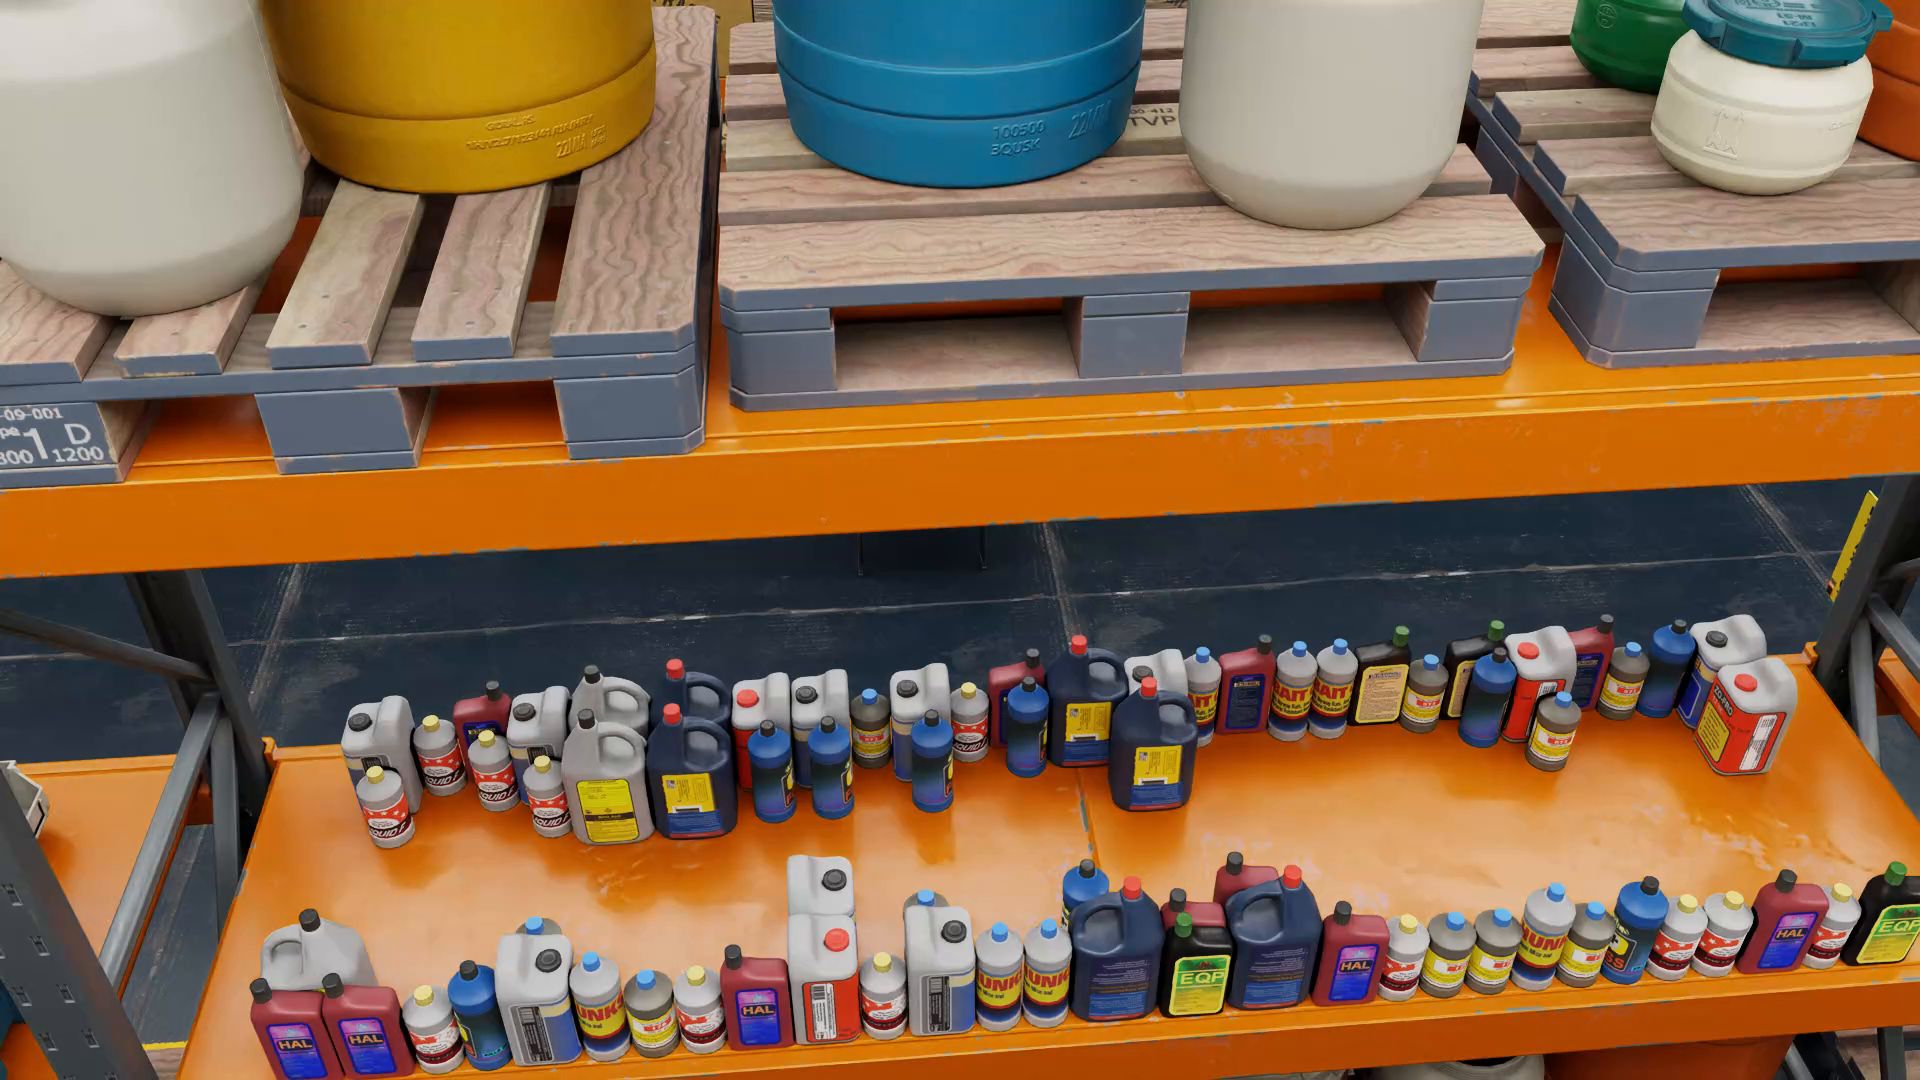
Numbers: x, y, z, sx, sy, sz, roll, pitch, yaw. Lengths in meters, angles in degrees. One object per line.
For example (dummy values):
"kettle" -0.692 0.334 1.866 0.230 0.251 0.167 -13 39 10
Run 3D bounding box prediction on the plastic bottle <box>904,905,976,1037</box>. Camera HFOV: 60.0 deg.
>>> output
"plastic bottle" -0.040 0.853 3.347 0.135 0.276 0.152 -3 38 -4

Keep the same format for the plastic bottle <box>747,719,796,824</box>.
"plastic bottle" -0.429 0.516 3.778 0.097 0.271 0.097 0 38 0

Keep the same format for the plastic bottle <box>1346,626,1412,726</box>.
"plastic bottle" 1.008 0.326 4.009 0.133 0.283 0.061 -3 38 -4

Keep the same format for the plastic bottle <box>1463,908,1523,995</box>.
"plastic bottle" 1.100 0.837 3.428 0.097 0.201 0.097 0 38 0

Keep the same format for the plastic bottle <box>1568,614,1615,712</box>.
"plastic bottle" 1.505 0.299 4.044 0.133 0.283 0.061 -3 38 -4

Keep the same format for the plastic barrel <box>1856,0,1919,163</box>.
"plastic barrel" 1.730 -1.043 2.543 0.708 0.830 0.600 -3 38 -4

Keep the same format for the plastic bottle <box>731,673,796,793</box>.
"plastic bottle" -0.458 0.438 3.873 0.135 0.276 0.152 -3 38 -4

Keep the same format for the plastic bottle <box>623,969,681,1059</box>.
"plastic bottle" -0.614 0.931 3.309 0.097 0.201 0.097 0 38 0

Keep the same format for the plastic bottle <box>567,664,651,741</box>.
"plastic bottle" -0.802 0.425 3.829 0.185 0.351 0.144 -3 38 -4

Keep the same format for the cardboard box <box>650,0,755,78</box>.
"cardboard box" -1.146 -2.336 7.208 0.500 0.500 0.500 -3 38 -4

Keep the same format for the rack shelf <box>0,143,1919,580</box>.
"rack shelf" 0.304 -0.347 2.927 4.000 0.370 1.077 -3 38 -4

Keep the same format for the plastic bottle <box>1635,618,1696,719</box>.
"plastic bottle" 1.718 0.303 4.048 0.097 0.271 0.097 0 38 0

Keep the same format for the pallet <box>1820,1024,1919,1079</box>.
"pallet" 3.071 1.515 4.659 1.213 0.211 1.003 -3 38 -4

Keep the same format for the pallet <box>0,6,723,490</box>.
"pallet" -0.916 -0.548 2.754 1.003 0.211 1.213 -3 38 -4

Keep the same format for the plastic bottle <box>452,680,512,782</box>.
"plastic bottle" -1.098 0.442 3.862 0.133 0.283 0.061 -3 38 -4

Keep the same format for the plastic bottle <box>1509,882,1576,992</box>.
"plastic bottle" 1.197 0.804 3.413 0.097 0.271 0.097 0 38 0

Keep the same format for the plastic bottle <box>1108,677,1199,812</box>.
"plastic bottle" 0.443 0.451 3.796 0.185 0.351 0.144 -3 38 -4

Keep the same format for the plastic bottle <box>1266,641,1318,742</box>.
"plastic bottle" 0.798 0.354 3.984 0.097 0.271 0.097 0 38 0

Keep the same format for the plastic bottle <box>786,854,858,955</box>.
"plastic bottle" -0.285 0.772 3.450 0.135 0.276 0.152 -3 38 -4

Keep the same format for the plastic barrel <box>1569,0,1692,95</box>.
"plastic barrel" 1.220 -0.926 2.867 0.294 0.245 0.294 0 38 0

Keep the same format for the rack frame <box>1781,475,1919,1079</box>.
"rack frame" 2.296 0.439 3.772 0.127 3.000 1.000 -3 38 -4

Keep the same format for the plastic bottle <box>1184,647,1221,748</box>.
"plastic bottle" 0.568 0.367 3.968 0.097 0.271 0.097 0 38 0

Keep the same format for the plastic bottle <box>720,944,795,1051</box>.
"plastic bottle" -0.401 0.898 3.284 0.133 0.283 0.061 -3 38 -4

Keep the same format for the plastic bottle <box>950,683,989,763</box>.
"plastic bottle" 0.020 0.424 3.951 0.097 0.201 0.097 0 38 0

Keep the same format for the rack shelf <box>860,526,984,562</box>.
"rack shelf" -0.165 -0.255 6.530 0.480 0.518 0.431 -3 38 -4

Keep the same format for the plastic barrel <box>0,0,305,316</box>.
"plastic barrel" -1.142 -0.612 2.233 0.433 0.535 0.433 0 38 0

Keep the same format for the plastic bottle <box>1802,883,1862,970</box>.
"plastic bottle" 1.814 0.797 3.478 0.097 0.201 0.097 0 38 0

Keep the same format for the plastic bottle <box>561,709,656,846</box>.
"plastic bottle" -0.789 0.514 3.716 0.185 0.351 0.144 -3 38 -4

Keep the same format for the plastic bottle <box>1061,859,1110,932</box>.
"plastic bottle" 0.259 0.766 3.462 0.097 0.271 0.097 0 38 0

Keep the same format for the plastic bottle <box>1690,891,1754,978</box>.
"plastic bottle" 1.584 0.810 3.462 0.097 0.201 0.097 0 38 0

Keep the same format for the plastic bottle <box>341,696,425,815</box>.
"plastic bottle" -1.324 0.486 3.813 0.135 0.276 0.152 -3 38 -4

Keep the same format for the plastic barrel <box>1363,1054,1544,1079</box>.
"plastic barrel" 1.256 1.374 4.256 0.421 0.512 0.421 0 38 0

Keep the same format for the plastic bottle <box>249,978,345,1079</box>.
"plastic bottle" -1.285 0.947 3.222 0.133 0.283 0.061 -3 38 -4

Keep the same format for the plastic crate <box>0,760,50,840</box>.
"plastic crate" -2.165 0.676 3.637 0.243 0.136 0.396 -3 38 -4

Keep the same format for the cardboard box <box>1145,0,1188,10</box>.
"cardboard box" 0.891 -2.453 7.356 0.500 0.500 0.500 -3 38 -4

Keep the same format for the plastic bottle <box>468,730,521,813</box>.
"plastic bottle" -1.073 0.522 3.827 0.097 0.201 0.097 0 38 0

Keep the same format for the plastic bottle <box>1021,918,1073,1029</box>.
"plastic bottle" 0.175 0.860 3.342 0.097 0.271 0.097 0 38 0

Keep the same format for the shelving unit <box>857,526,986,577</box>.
"shelving unit" -0.165 -0.815 6.088 0.503 2.100 0.431 -3 38 -4

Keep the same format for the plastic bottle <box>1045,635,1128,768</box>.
"plastic bottle" 0.295 0.365 3.906 0.185 0.351 0.144 -3 38 -4

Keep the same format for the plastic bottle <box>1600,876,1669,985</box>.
"plastic bottle" 1.390 0.793 3.427 0.097 0.271 0.097 0 38 0

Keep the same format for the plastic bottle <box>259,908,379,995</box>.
"plastic bottle" -1.269 0.856 3.283 0.185 0.351 0.144 -3 38 -4

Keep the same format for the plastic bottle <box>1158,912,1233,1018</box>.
"plastic bottle" 0.475 0.850 3.345 0.133 0.283 0.061 -3 38 -4

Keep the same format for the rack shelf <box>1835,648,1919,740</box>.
"rack shelf" 4.288 0.612 4.134 4.000 0.370 1.077 -3 38 -4

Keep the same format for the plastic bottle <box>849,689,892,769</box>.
"plastic bottle" -0.211 0.437 3.935 0.097 0.201 0.097 0 38 0

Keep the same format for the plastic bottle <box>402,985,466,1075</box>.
"plastic bottle" -1.039 0.954 3.279 0.097 0.201 0.097 0 38 0

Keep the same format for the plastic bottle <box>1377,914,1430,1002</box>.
"plastic bottle" 0.906 0.847 3.415 0.097 0.201 0.097 0 38 0

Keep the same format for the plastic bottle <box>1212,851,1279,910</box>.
"plastic bottle" 0.595 0.754 3.467 0.133 0.283 0.061 -3 38 -4

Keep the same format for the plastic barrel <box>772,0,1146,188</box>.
"plastic barrel" -0.002 -1.069 2.518 0.708 0.901 0.600 -3 38 -4

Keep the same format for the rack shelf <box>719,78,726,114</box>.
"rack shelf" -0.135 -2.225 7.729 4.000 0.370 1.077 -3 38 -4

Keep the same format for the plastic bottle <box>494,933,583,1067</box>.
"plastic bottle" -0.829 0.897 3.292 0.135 0.276 0.152 -3 38 -4

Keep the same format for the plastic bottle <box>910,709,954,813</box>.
"plastic bottle" -0.064 0.496 3.804 0.097 0.271 0.097 0 38 0

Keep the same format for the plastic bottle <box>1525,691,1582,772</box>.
"plastic bottle" 1.405 0.442 3.928 0.097 0.201 0.097 0 38 0

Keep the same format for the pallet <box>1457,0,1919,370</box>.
"pallet" 1.525 -0.683 2.925 1.213 0.211 1.003 -3 38 -4

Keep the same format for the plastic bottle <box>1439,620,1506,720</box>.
"plastic bottle" 1.238 0.314 4.025 0.133 0.283 0.061 -3 38 -4

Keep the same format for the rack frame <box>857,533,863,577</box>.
"rack frame" -0.408 -0.802 6.071 0.015 2.100 0.400 -3 38 -4
